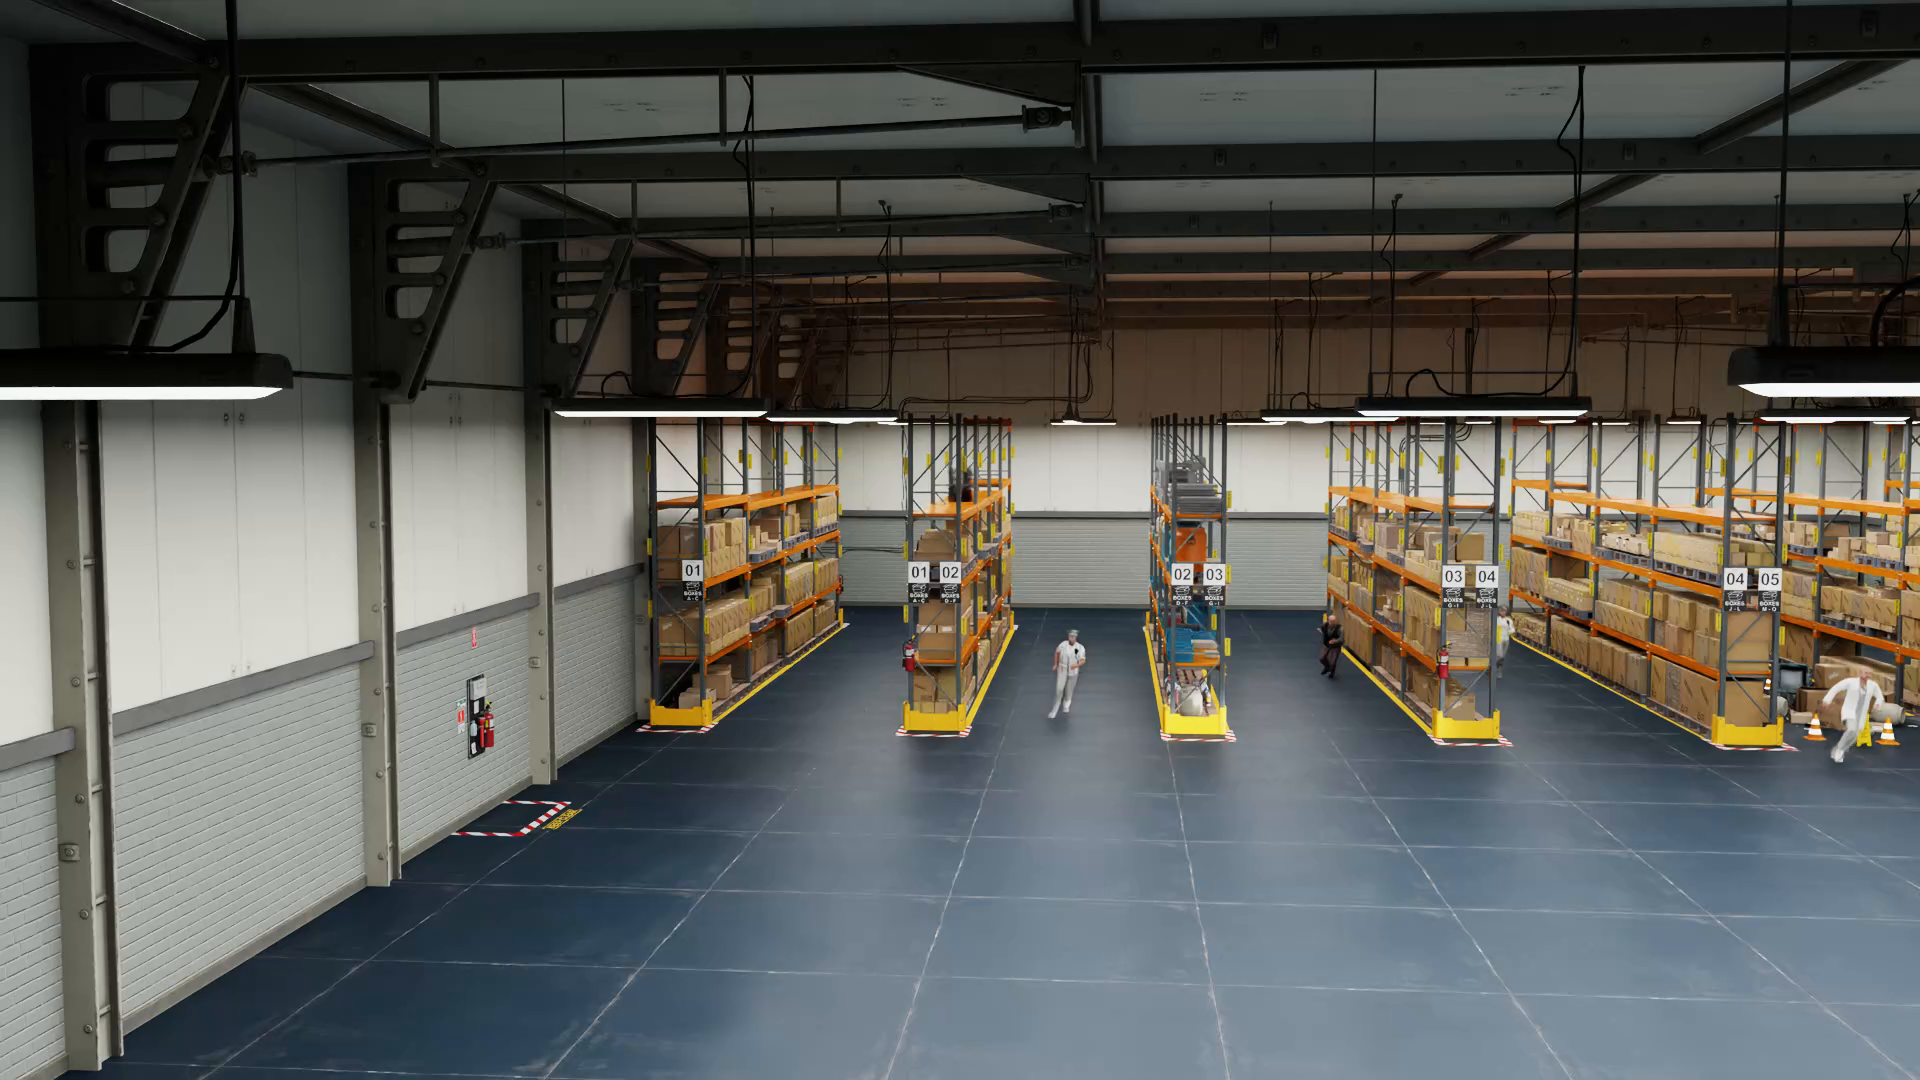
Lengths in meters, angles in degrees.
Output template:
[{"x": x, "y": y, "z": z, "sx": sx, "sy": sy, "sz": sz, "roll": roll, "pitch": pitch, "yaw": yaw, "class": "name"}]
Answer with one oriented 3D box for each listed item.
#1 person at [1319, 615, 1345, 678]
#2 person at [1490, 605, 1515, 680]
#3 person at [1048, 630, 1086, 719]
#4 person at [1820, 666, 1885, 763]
[{"x": 8.441, "y": 2.426, "z": 37.785, "sx": 0.685, "sy": 1.490, "sz": 0.973, "roll": 2, "pitch": 4, "yaw": 29, "class": "person"}, {"x": 12.355, "y": 2.329, "z": 37.929, "sx": 0.554, "sy": 1.718, "sz": 0.694, "roll": 0, "pitch": 4, "yaw": -6, "class": "person"}, {"x": 2.120, "y": 2.630, "z": 32.894, "sx": 0.733, "sy": 1.754, "sz": 0.821, "roll": 0, "pitch": 4, "yaw": 5, "class": "person"}, {"x": 15.309, "y": 2.982, "z": 28.416, "sx": 0.875, "sy": 1.686, "sz": 0.754, "roll": 0, "pitch": 4, "yaw": -2, "class": "person"}]
